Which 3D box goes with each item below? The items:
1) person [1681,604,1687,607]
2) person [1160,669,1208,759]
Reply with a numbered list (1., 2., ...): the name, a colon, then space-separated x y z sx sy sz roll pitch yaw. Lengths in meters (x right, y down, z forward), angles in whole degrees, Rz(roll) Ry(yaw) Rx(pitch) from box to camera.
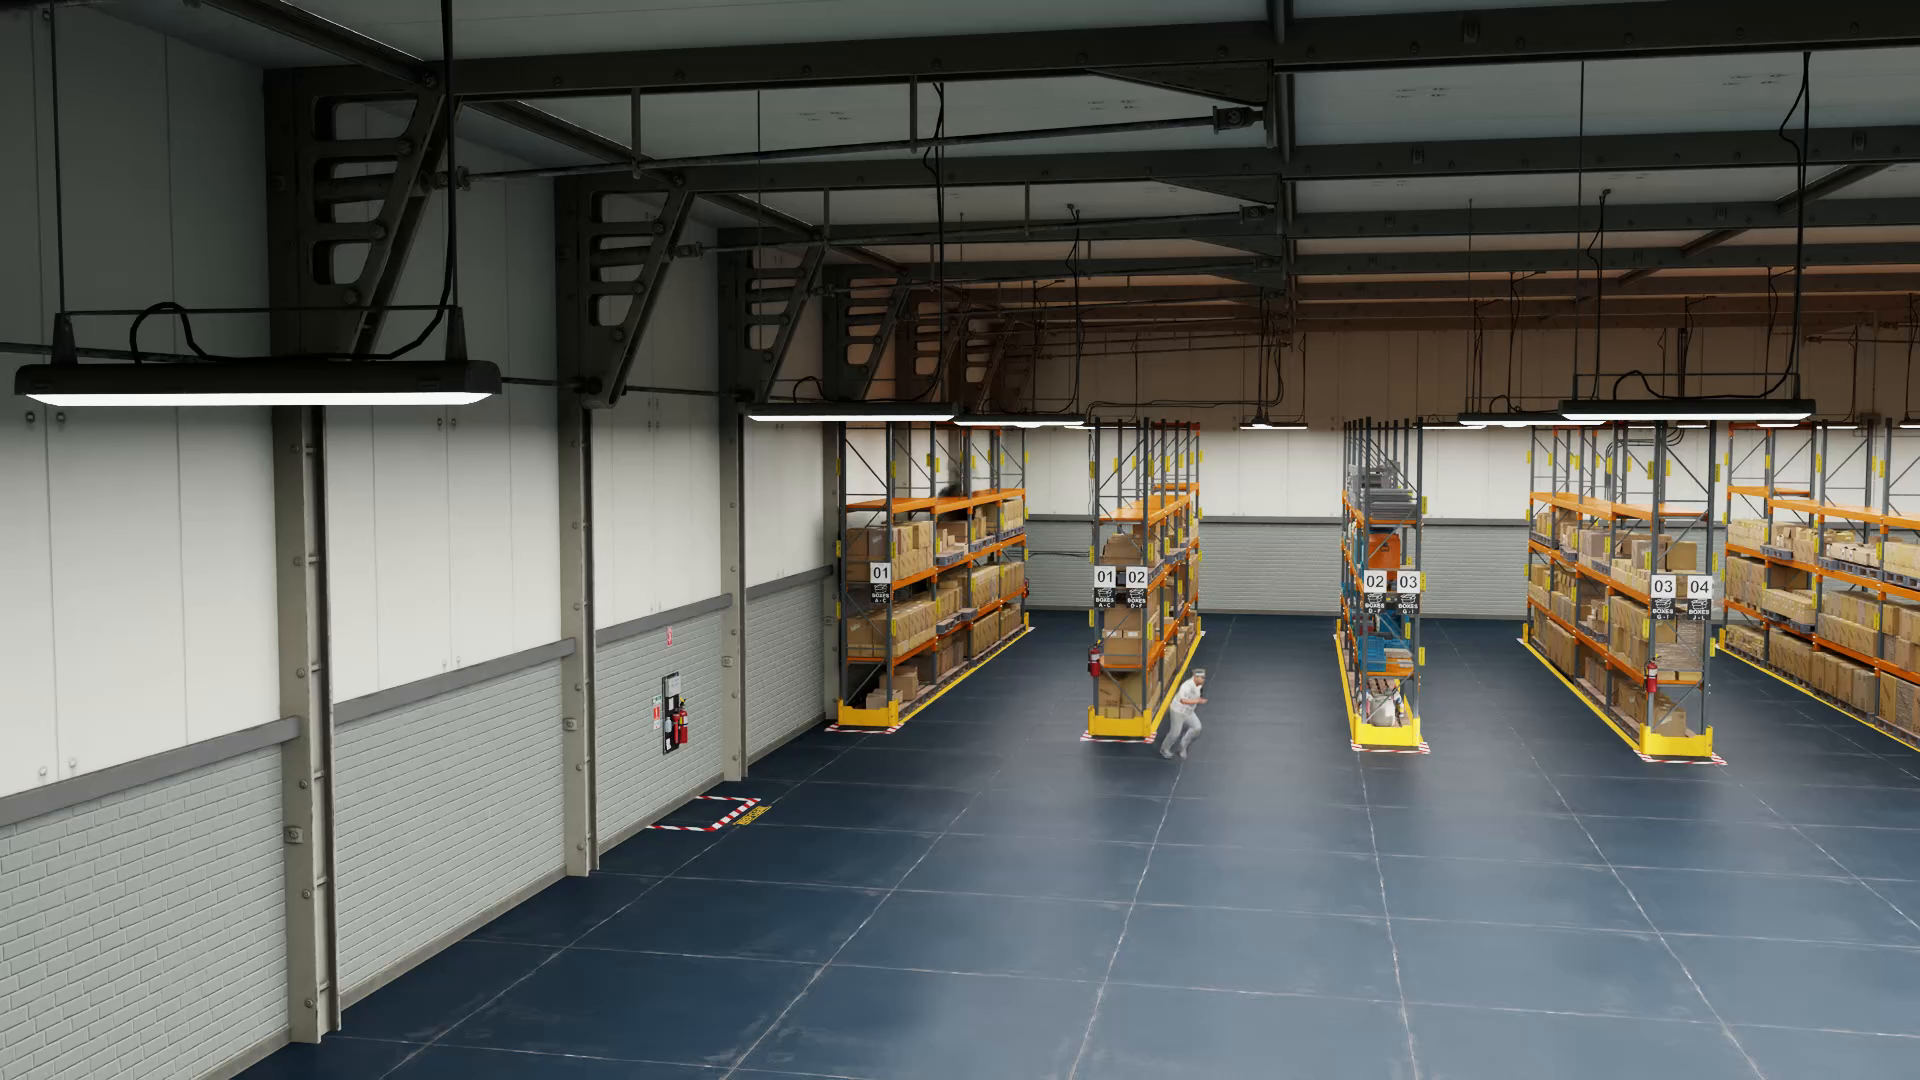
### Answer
1. person: 19.297 1.979 44.418 0.668 1.748 0.710 -3 5 -42
2. person: 3.955 3.036 29.103 0.989 1.639 0.698 3 5 40
